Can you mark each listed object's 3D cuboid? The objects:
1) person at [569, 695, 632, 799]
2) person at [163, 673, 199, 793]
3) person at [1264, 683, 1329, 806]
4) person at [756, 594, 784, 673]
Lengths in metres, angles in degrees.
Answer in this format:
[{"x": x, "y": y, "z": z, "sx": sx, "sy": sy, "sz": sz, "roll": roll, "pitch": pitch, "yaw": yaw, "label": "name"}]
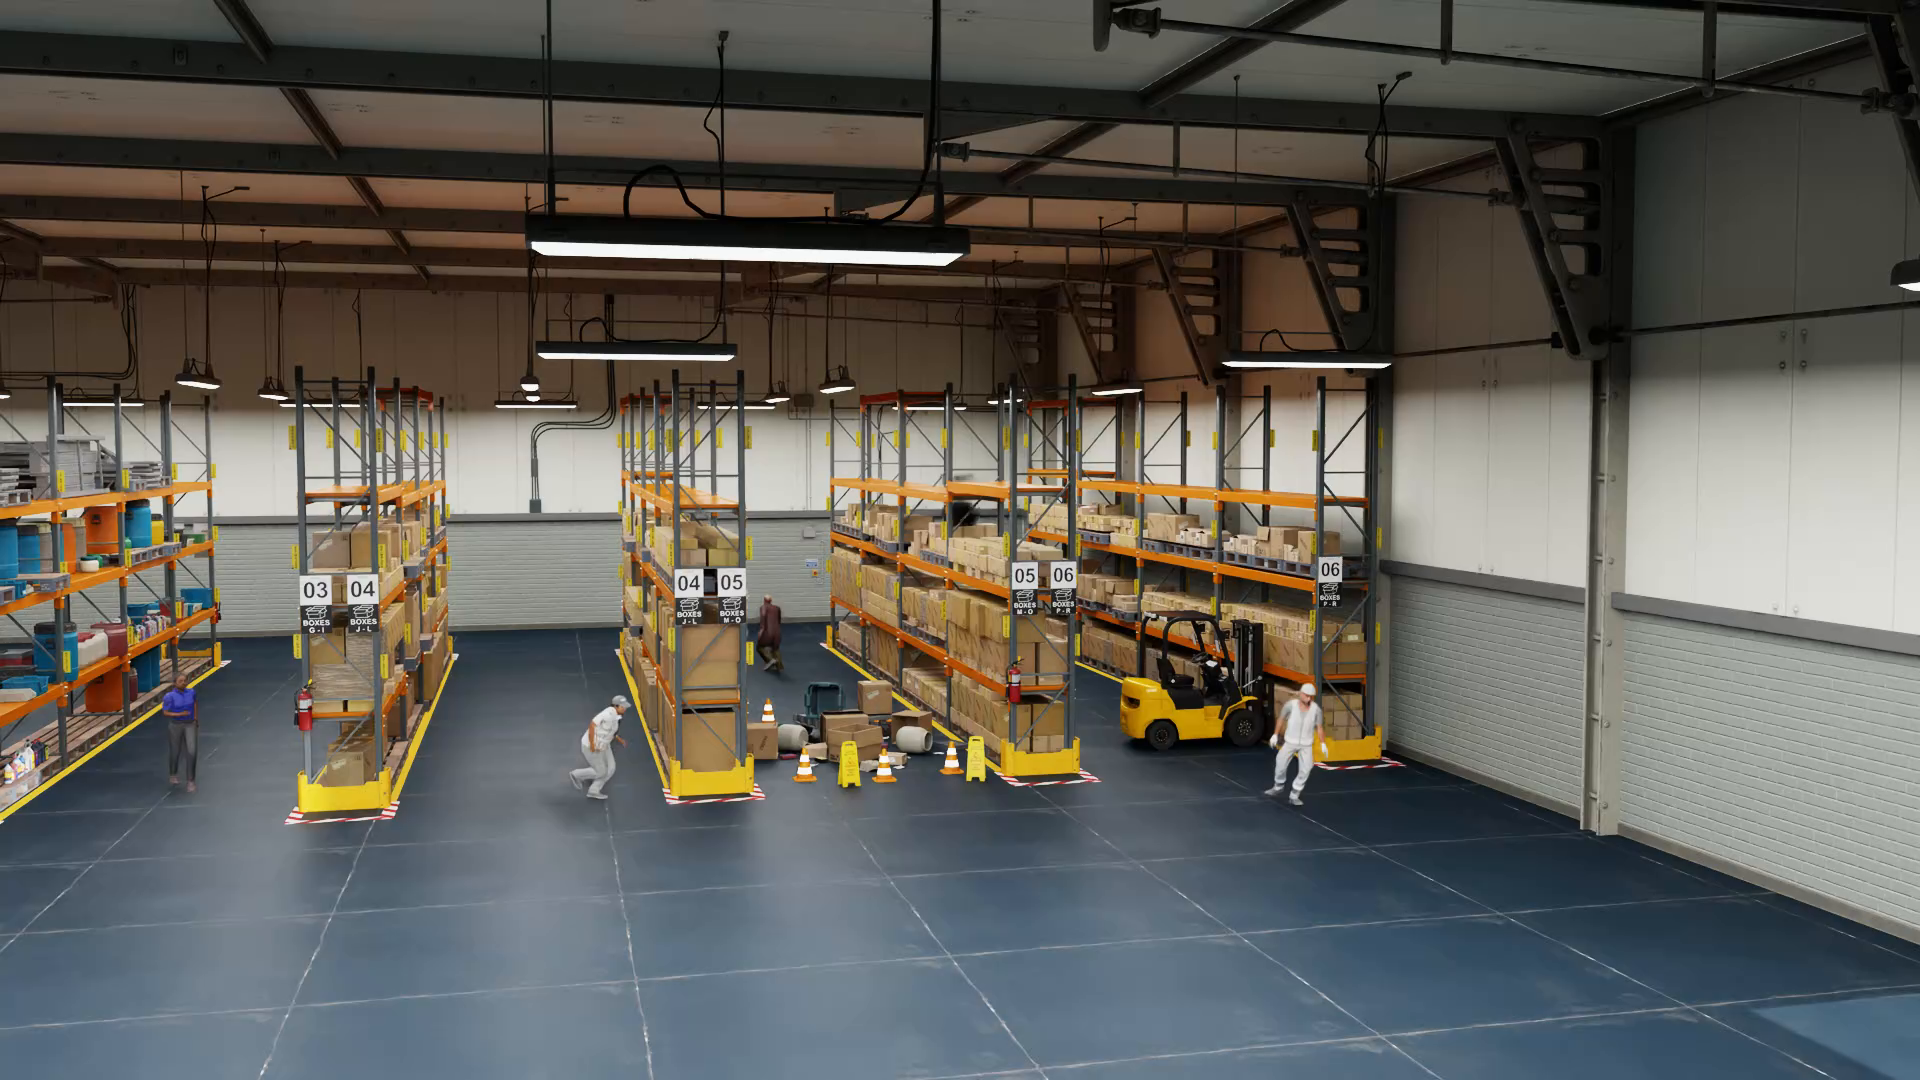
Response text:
[{"x": -5.015, "y": 2.896, "z": 23.166, "sx": 0.923, "sy": 1.479, "sz": 0.624, "roll": 1, "pitch": 3, "yaw": 13, "label": "person"}, {"x": -11.173, "y": 2.750, "z": 23.862, "sx": 0.521, "sy": 1.714, "sz": 0.847, "roll": -3, "pitch": 4, "yaw": -37, "label": "person"}, {"x": 4.615, "y": 2.779, "z": 22.794, "sx": 0.822, "sy": 1.702, "sz": 0.687, "roll": 0, "pitch": 3, "yaw": 5, "label": "person"}, {"x": -4.117, "y": 2.012, "z": 35.963, "sx": 0.708, "sy": 1.667, "sz": 0.929, "roll": -3, "pitch": 4, "yaw": -40, "label": "person"}]
